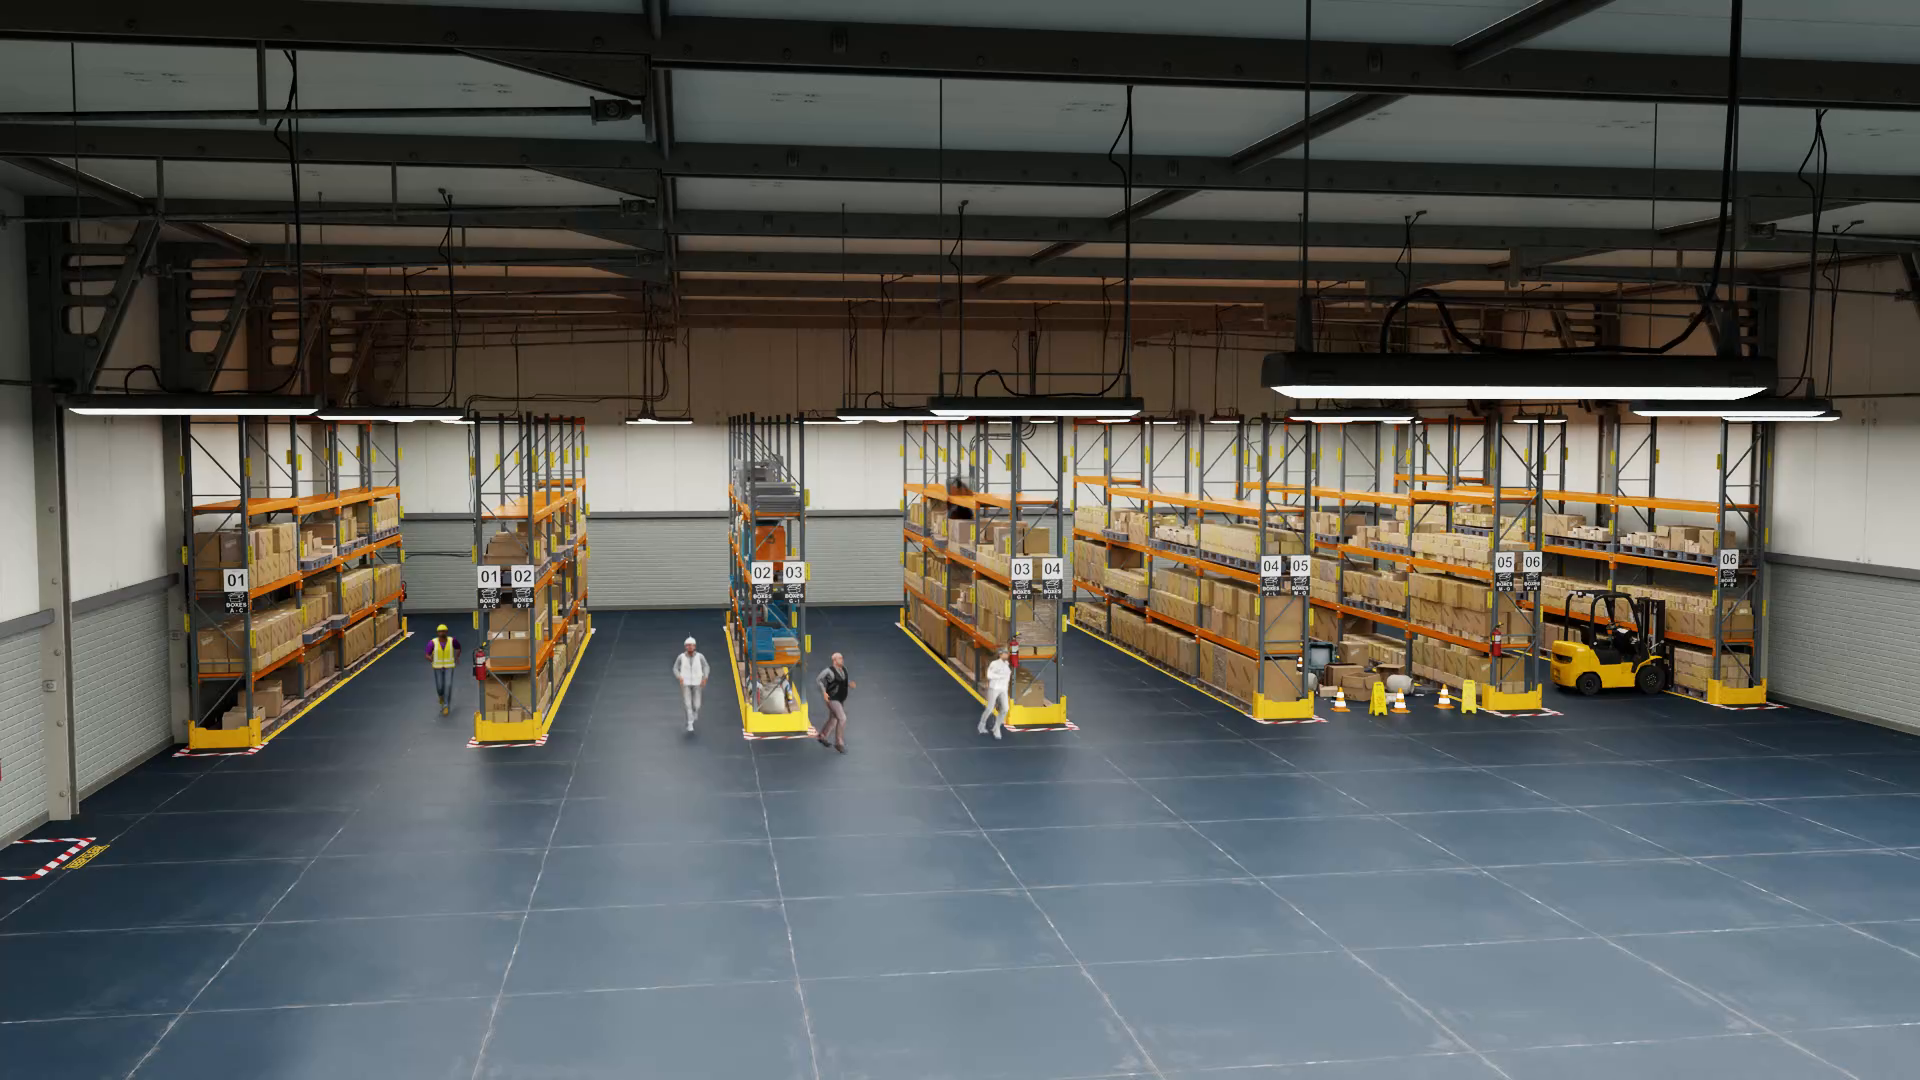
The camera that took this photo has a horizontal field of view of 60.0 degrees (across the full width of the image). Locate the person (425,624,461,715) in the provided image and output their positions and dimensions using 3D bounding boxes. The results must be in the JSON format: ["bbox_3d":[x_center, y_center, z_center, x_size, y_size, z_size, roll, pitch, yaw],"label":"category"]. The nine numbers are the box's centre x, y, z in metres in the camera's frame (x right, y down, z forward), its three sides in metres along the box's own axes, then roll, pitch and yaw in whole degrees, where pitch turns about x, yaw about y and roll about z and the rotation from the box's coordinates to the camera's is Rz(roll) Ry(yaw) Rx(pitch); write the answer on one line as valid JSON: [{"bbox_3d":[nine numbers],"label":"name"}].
[{"bbox_3d":[-10.362,2.572,33.352,0.700,1.772,0.963,-1,4,-16],"label":"person"}]

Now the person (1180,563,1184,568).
[{"bbox_3d":[6.815,1.464,50.441,0.558,1.685,0.691,-1,4,-11],"label":"person"}]

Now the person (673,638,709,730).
[{"bbox_3d":[-5.100,2.717,31.644,0.653,1.741,0.611,-1,4,-15],"label":"person"}]

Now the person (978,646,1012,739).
[{"bbox_3d":[0.736,2.802,30.845,0.620,1.705,0.689,-2,5,-33],"label":"person"}]

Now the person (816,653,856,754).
[{"bbox_3d":[-2.199,2.868,29.357,0.788,1.778,0.651,2,4,29],"label":"person"}]
